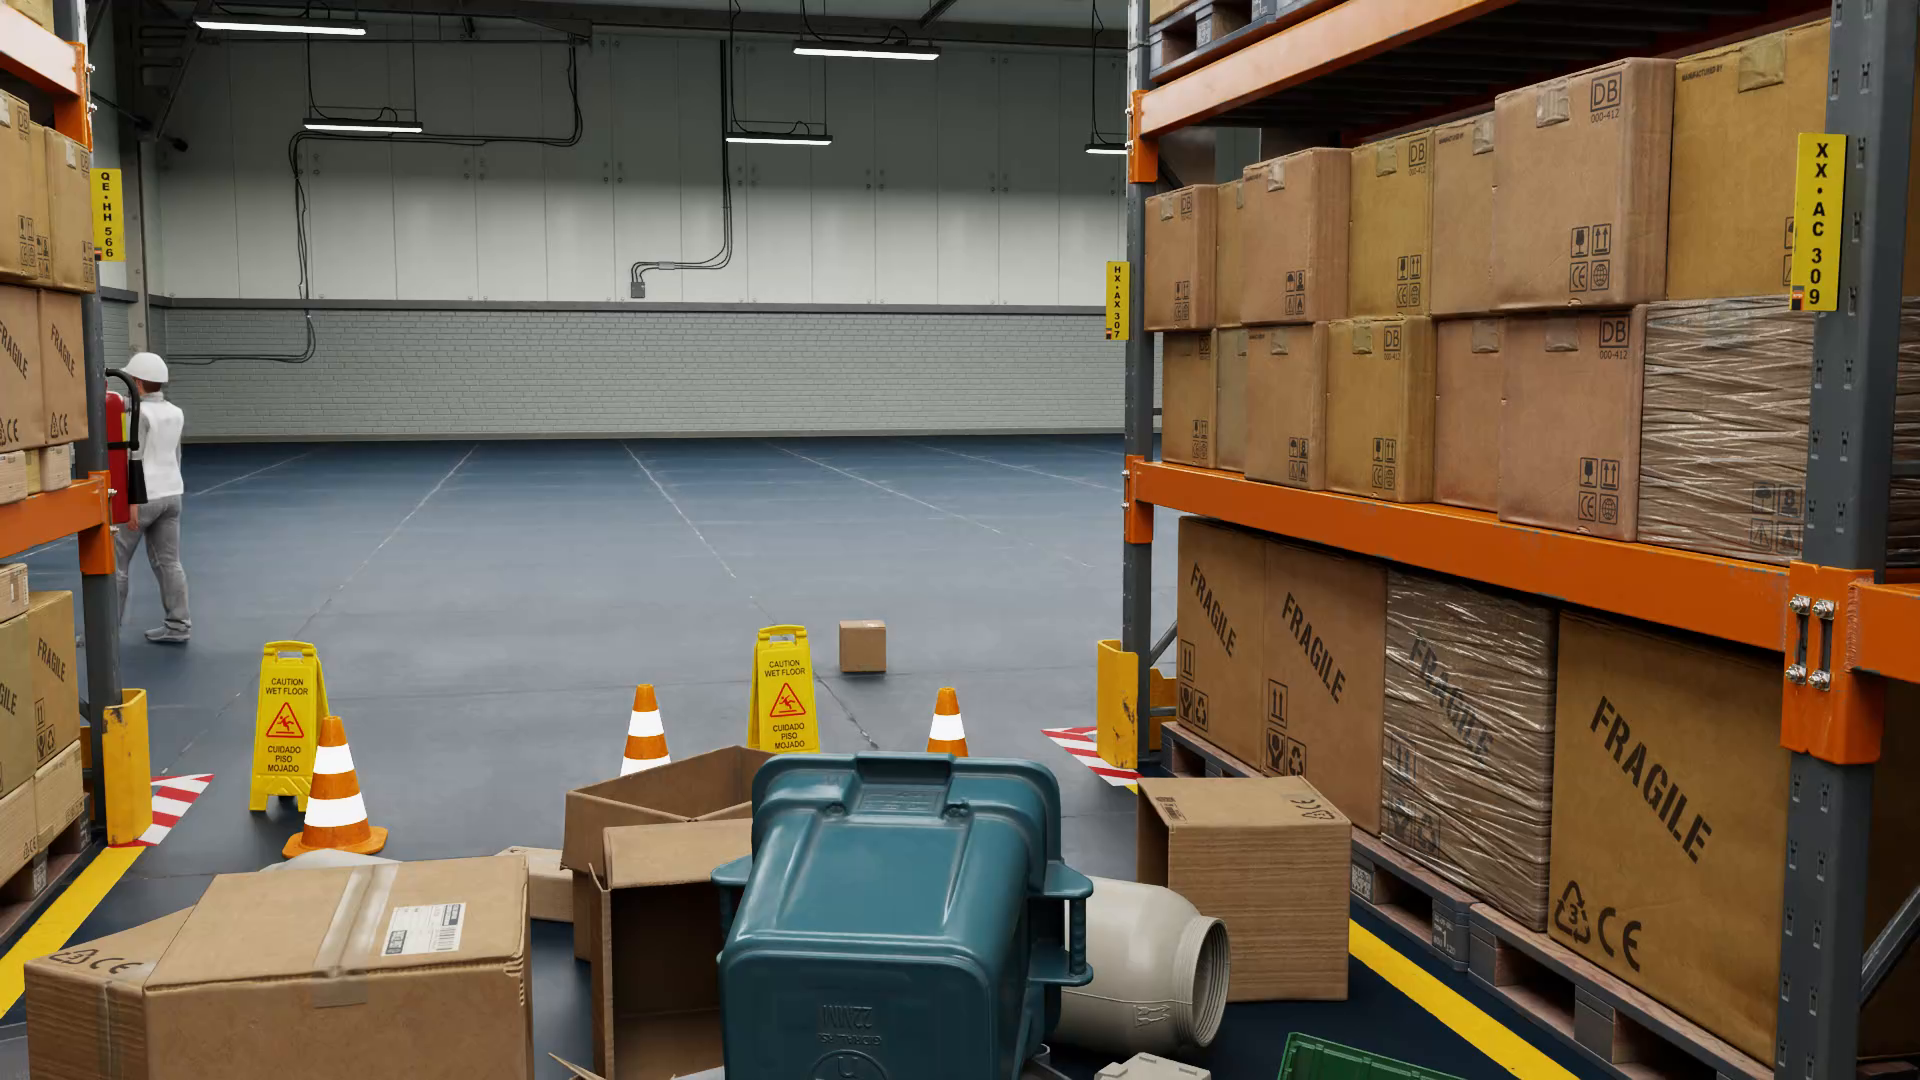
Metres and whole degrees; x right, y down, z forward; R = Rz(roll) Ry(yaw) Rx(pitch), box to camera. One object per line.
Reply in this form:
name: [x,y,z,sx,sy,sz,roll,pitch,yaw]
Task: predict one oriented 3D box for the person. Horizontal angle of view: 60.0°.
person: [-5.071,-0.249,10.160,0.689,1.780,0.554,1,6,14]
